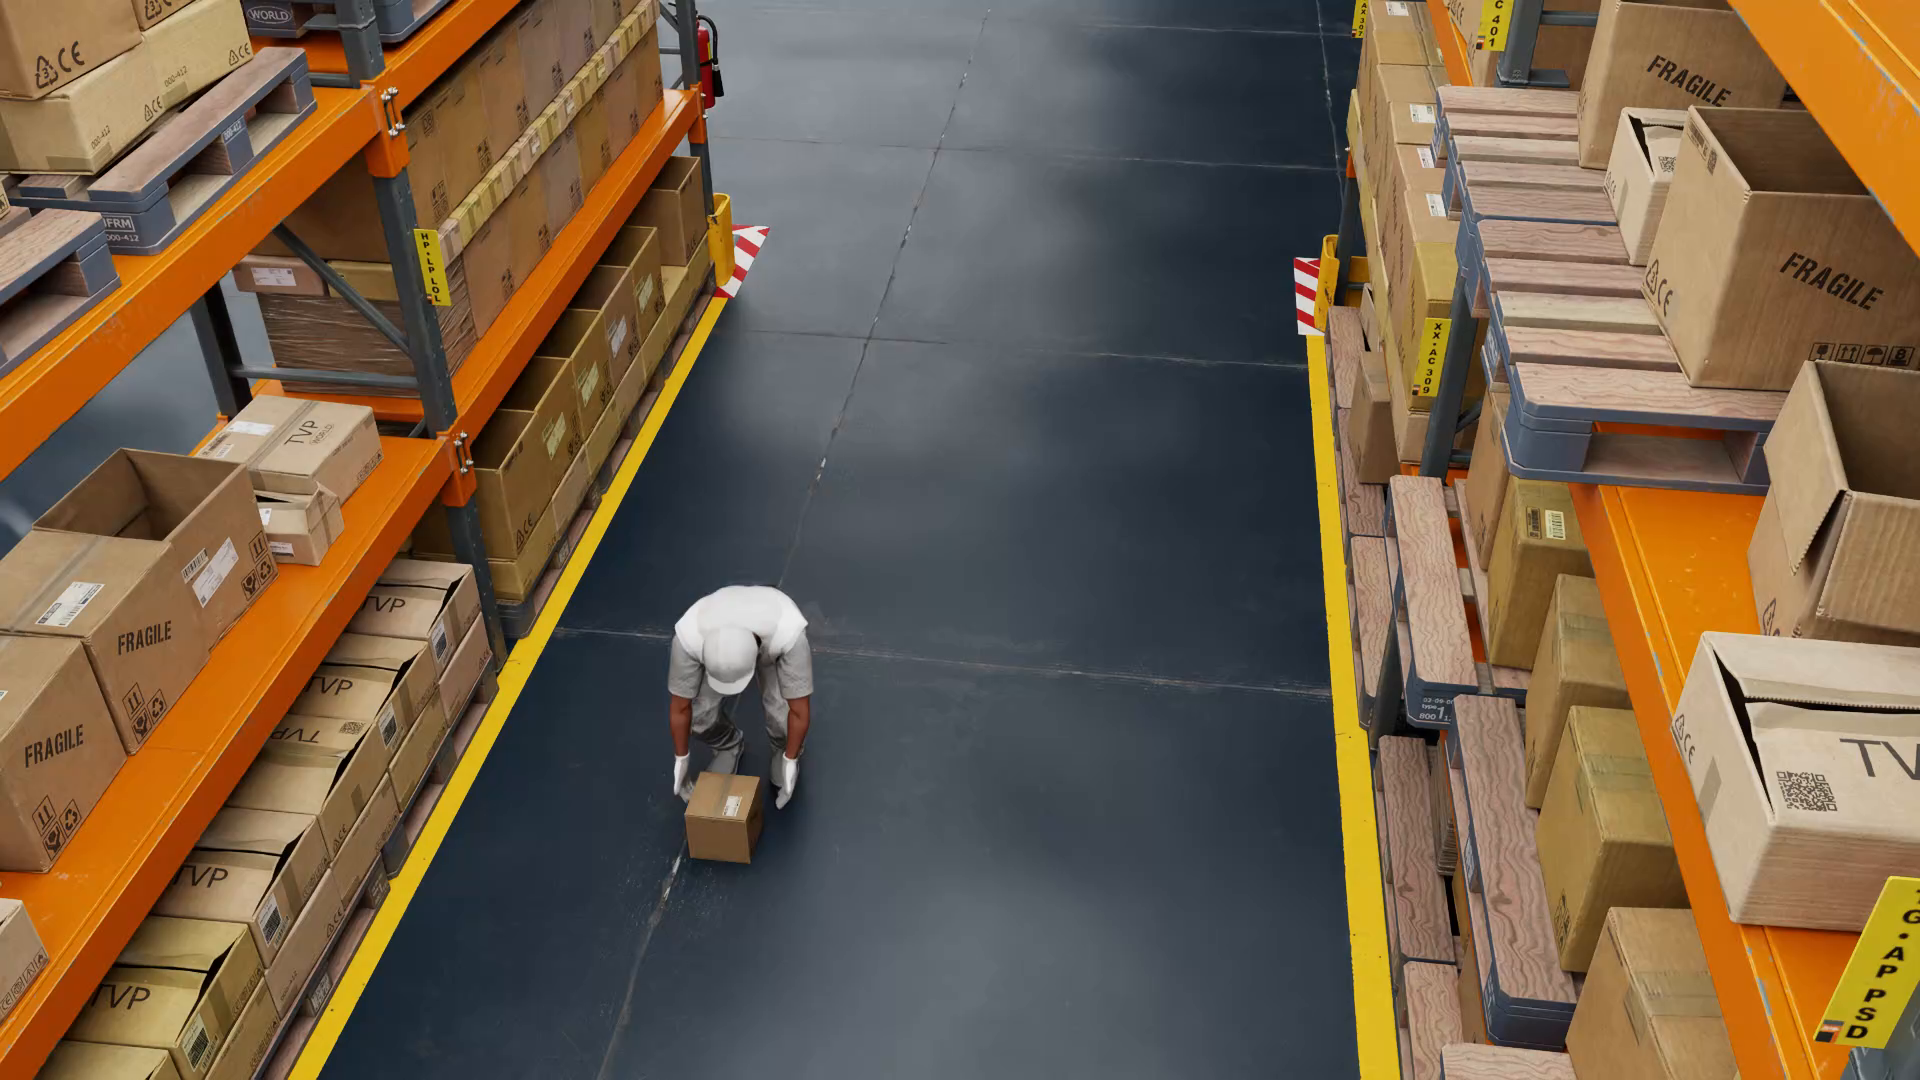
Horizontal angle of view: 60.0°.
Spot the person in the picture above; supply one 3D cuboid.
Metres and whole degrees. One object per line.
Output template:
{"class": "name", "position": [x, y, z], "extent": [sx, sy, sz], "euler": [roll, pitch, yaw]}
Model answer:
{"class": "person", "position": [-0.851, 0.582, 6.815], "extent": [0.584, 1.087, 0.880], "euler": [4, 36, 6]}
